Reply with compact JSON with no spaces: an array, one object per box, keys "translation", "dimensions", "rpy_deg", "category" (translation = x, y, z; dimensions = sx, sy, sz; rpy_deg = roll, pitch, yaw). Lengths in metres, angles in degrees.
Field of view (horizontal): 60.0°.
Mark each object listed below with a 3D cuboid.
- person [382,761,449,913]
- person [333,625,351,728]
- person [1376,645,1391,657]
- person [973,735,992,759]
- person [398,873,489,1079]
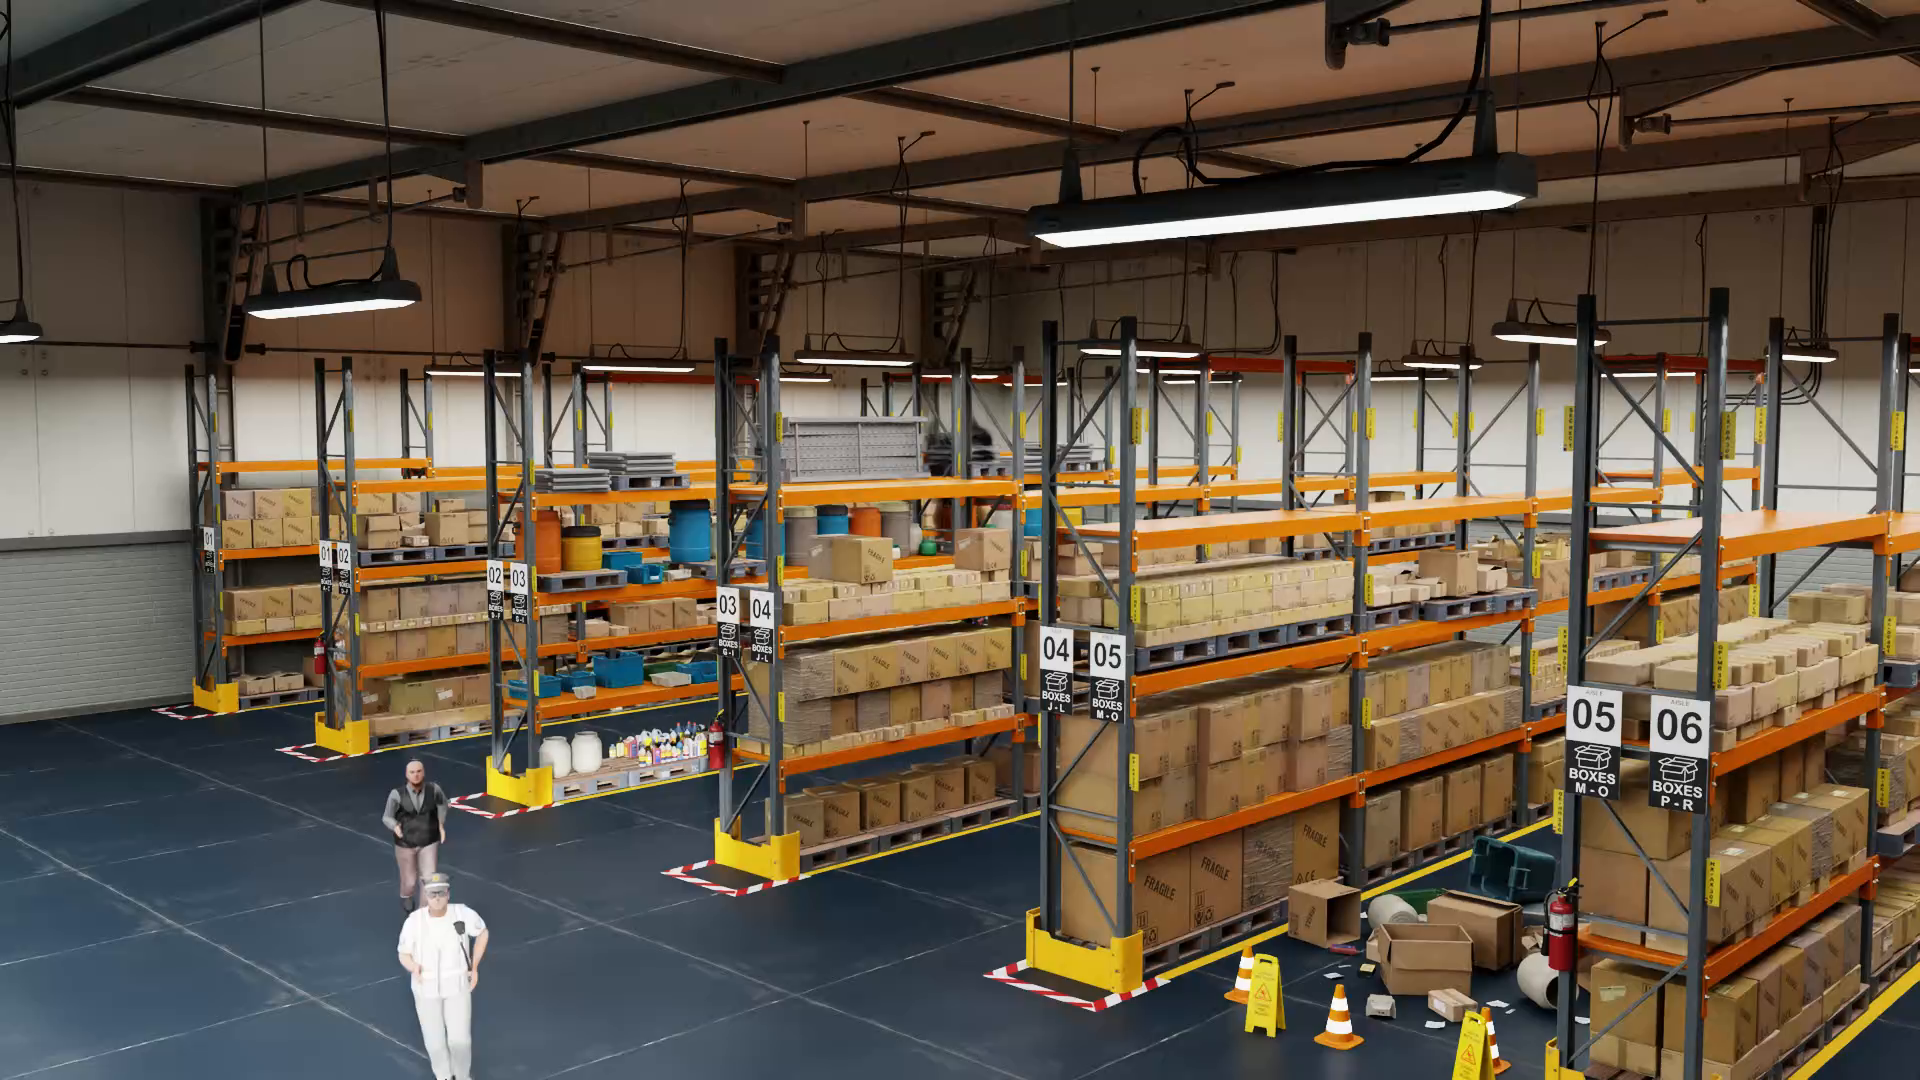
[{"translation":[-5.428,3.036,16.618],"dimensions":[0.646,1.712,0.927],"rpy_deg":[-2,5,-23],"category":"person"},{"translation":[-10.034,2.245,27.364],"dimensions":[0.703,1.720,0.624],"rpy_deg":[-4,6,-43],"category":"person"},{"translation":[6.489,2.387,25.320],"dimensions":[0.580,1.711,0.855],"rpy_deg":[4,6,40],"category":"person"},{"translation":[0.300,2.532,23.580],"dimensions":[0.572,1.725,0.697],"rpy_deg":[4,6,40],"category":"person"},{"translation":[-3.859,3.349,12.348],"dimensions":[0.603,1.785,0.684],"rpy_deg":[-1,4,-12],"category":"person"}]
